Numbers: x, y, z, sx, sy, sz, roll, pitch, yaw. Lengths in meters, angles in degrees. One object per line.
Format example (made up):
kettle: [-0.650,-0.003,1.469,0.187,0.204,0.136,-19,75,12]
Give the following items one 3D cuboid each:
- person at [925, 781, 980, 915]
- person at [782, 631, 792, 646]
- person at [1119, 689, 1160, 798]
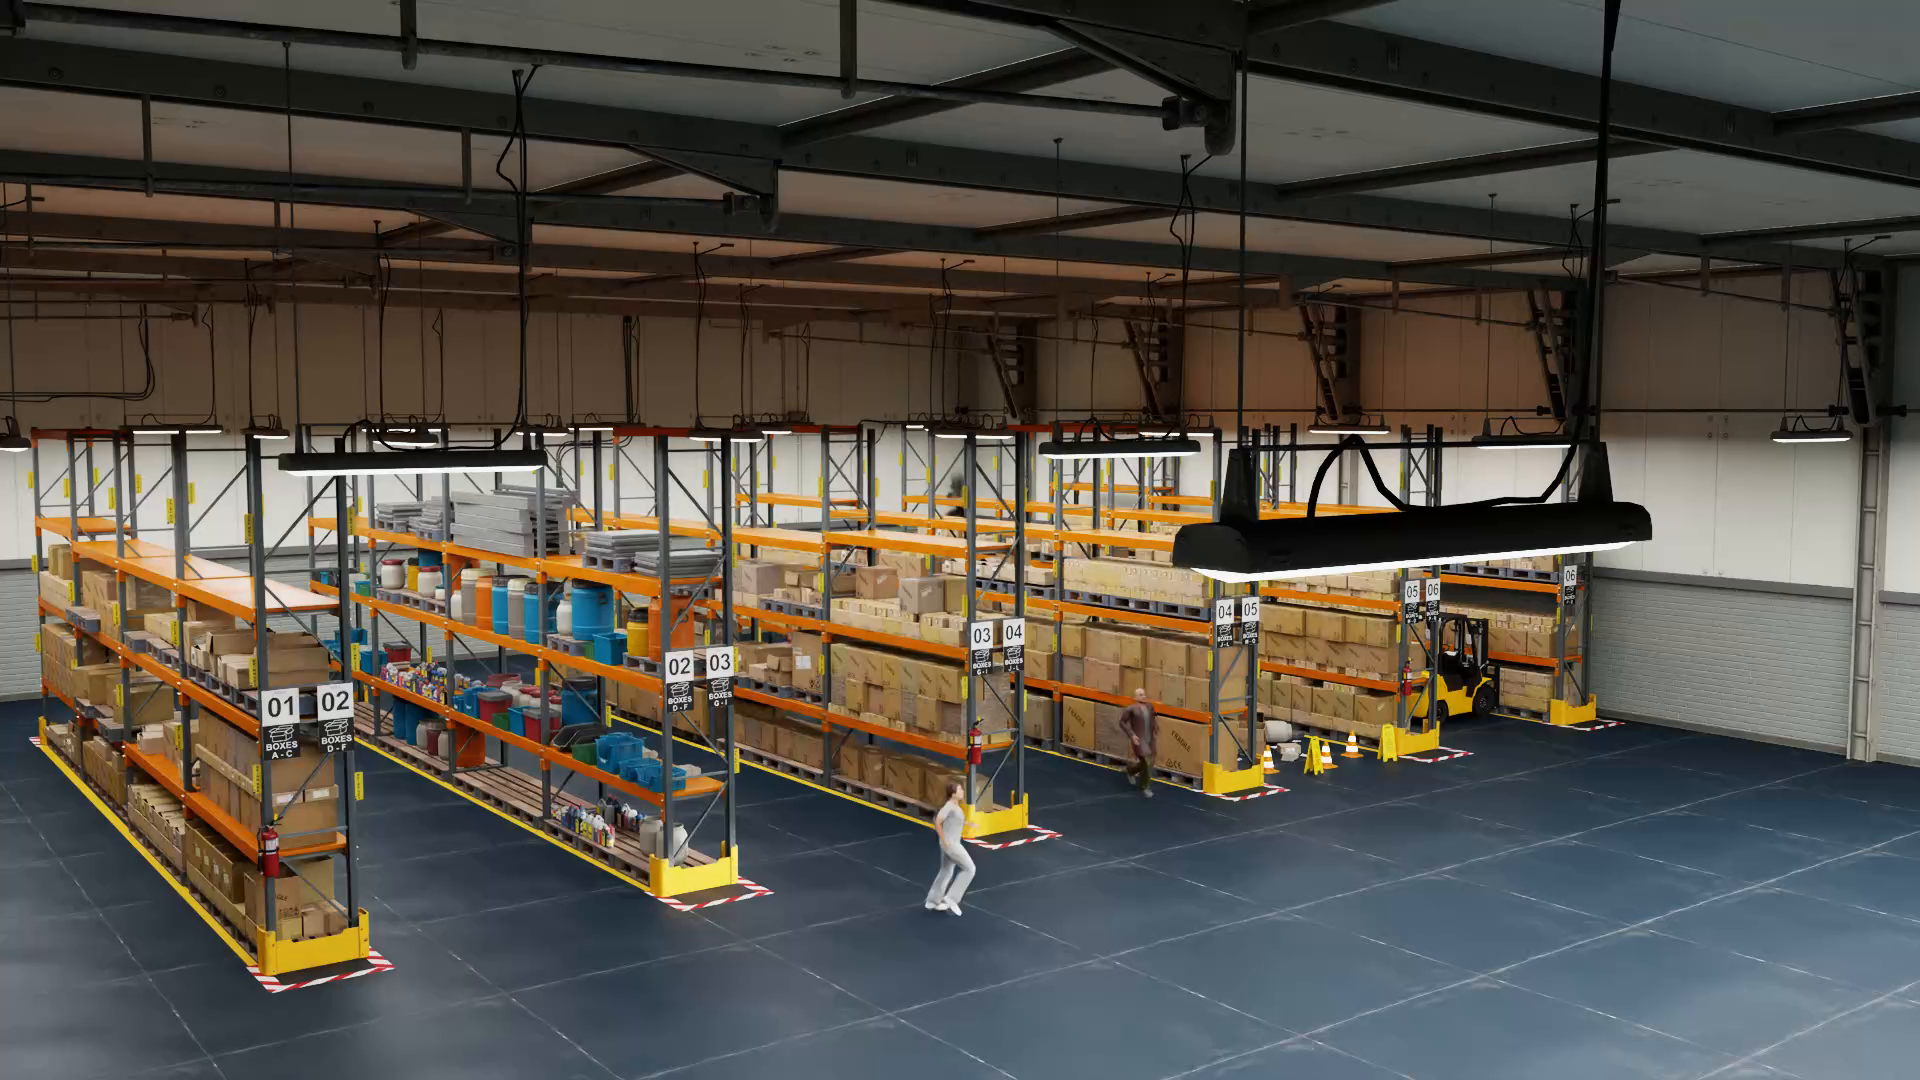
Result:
person: [-0.095,3.856,20.915,0.696,1.670,0.562,0,4,-3]
person: [-3.707,2.738,35.949,0.546,1.586,0.606,-2,5,-29]
person: [2.965,3.315,27.419,0.706,1.763,0.761,-3,5,-33]
